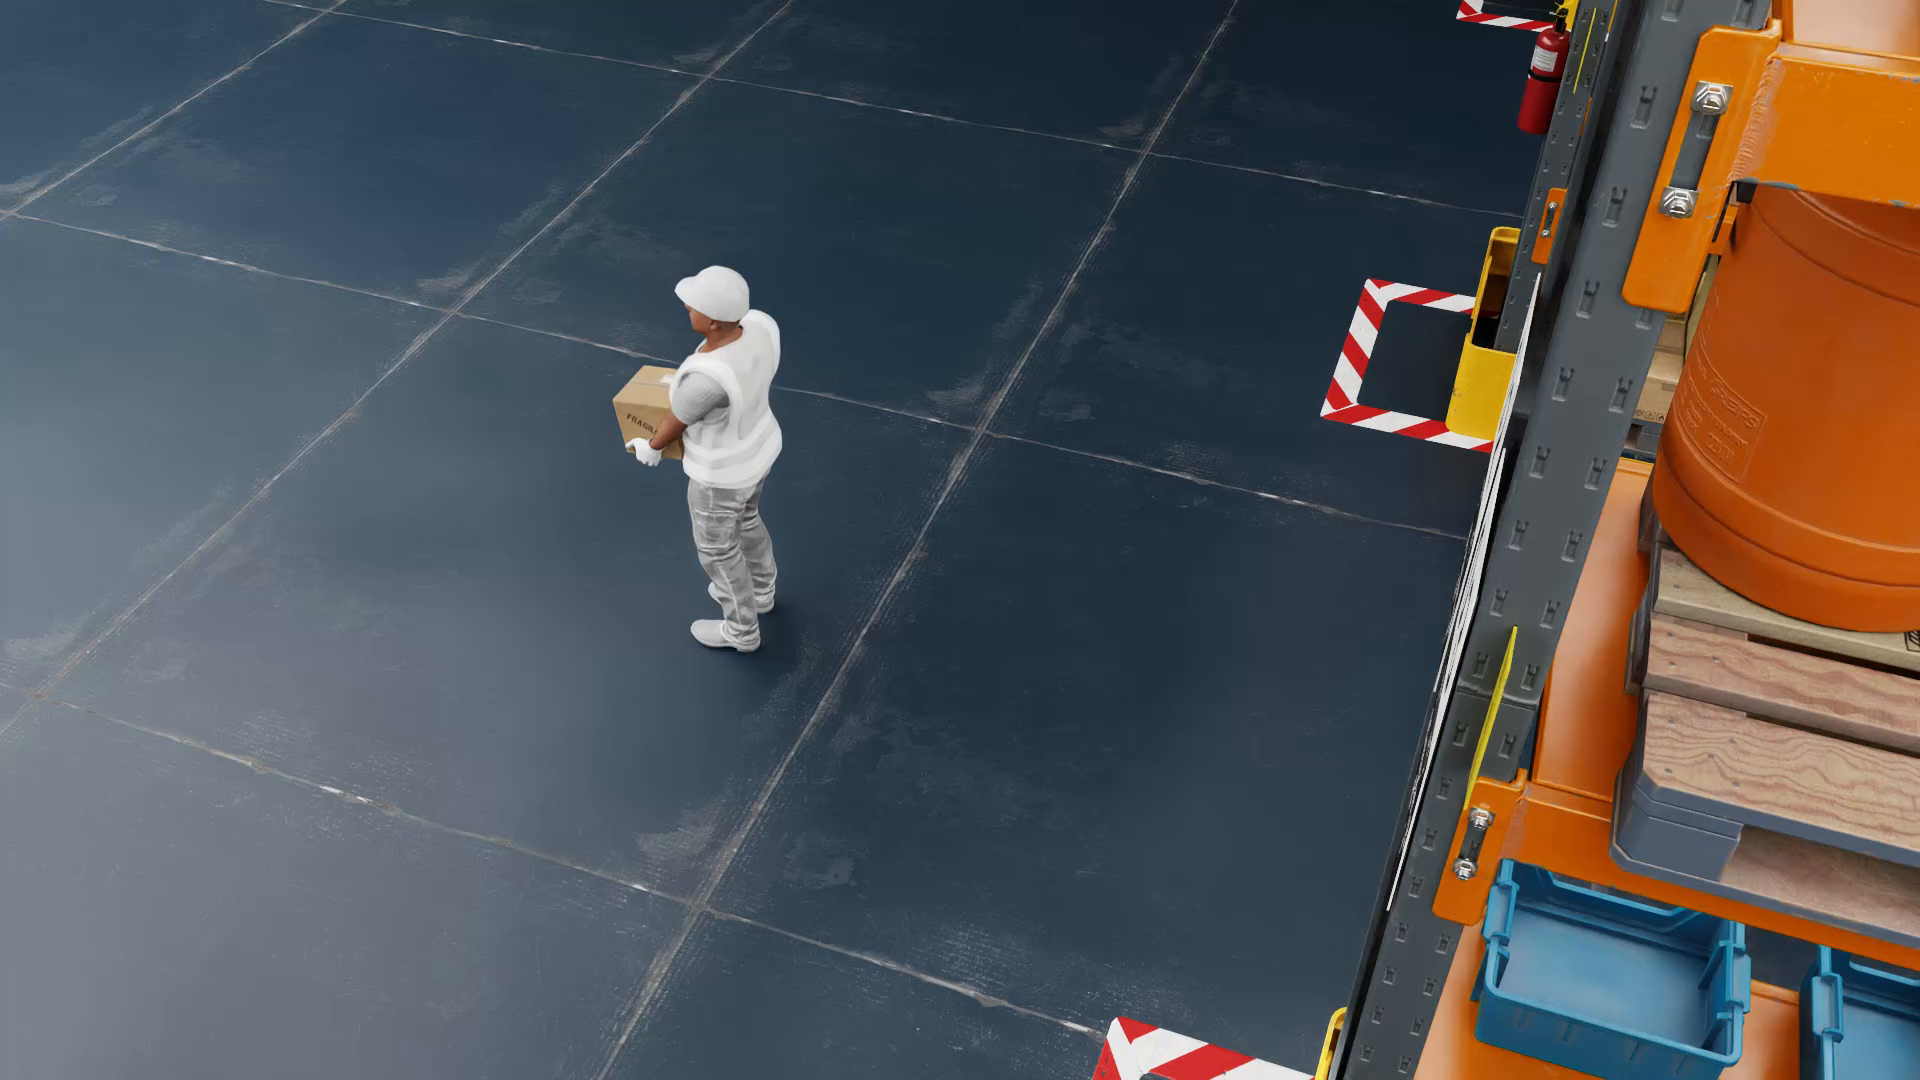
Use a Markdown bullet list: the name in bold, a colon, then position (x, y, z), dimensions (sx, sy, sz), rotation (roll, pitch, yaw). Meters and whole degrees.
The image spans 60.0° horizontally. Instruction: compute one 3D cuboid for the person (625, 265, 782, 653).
- **person**: position (-0.994, -0.330, 6.523), dimensions (0.569, 1.779, 0.488), rotation (14, 43, 16)
